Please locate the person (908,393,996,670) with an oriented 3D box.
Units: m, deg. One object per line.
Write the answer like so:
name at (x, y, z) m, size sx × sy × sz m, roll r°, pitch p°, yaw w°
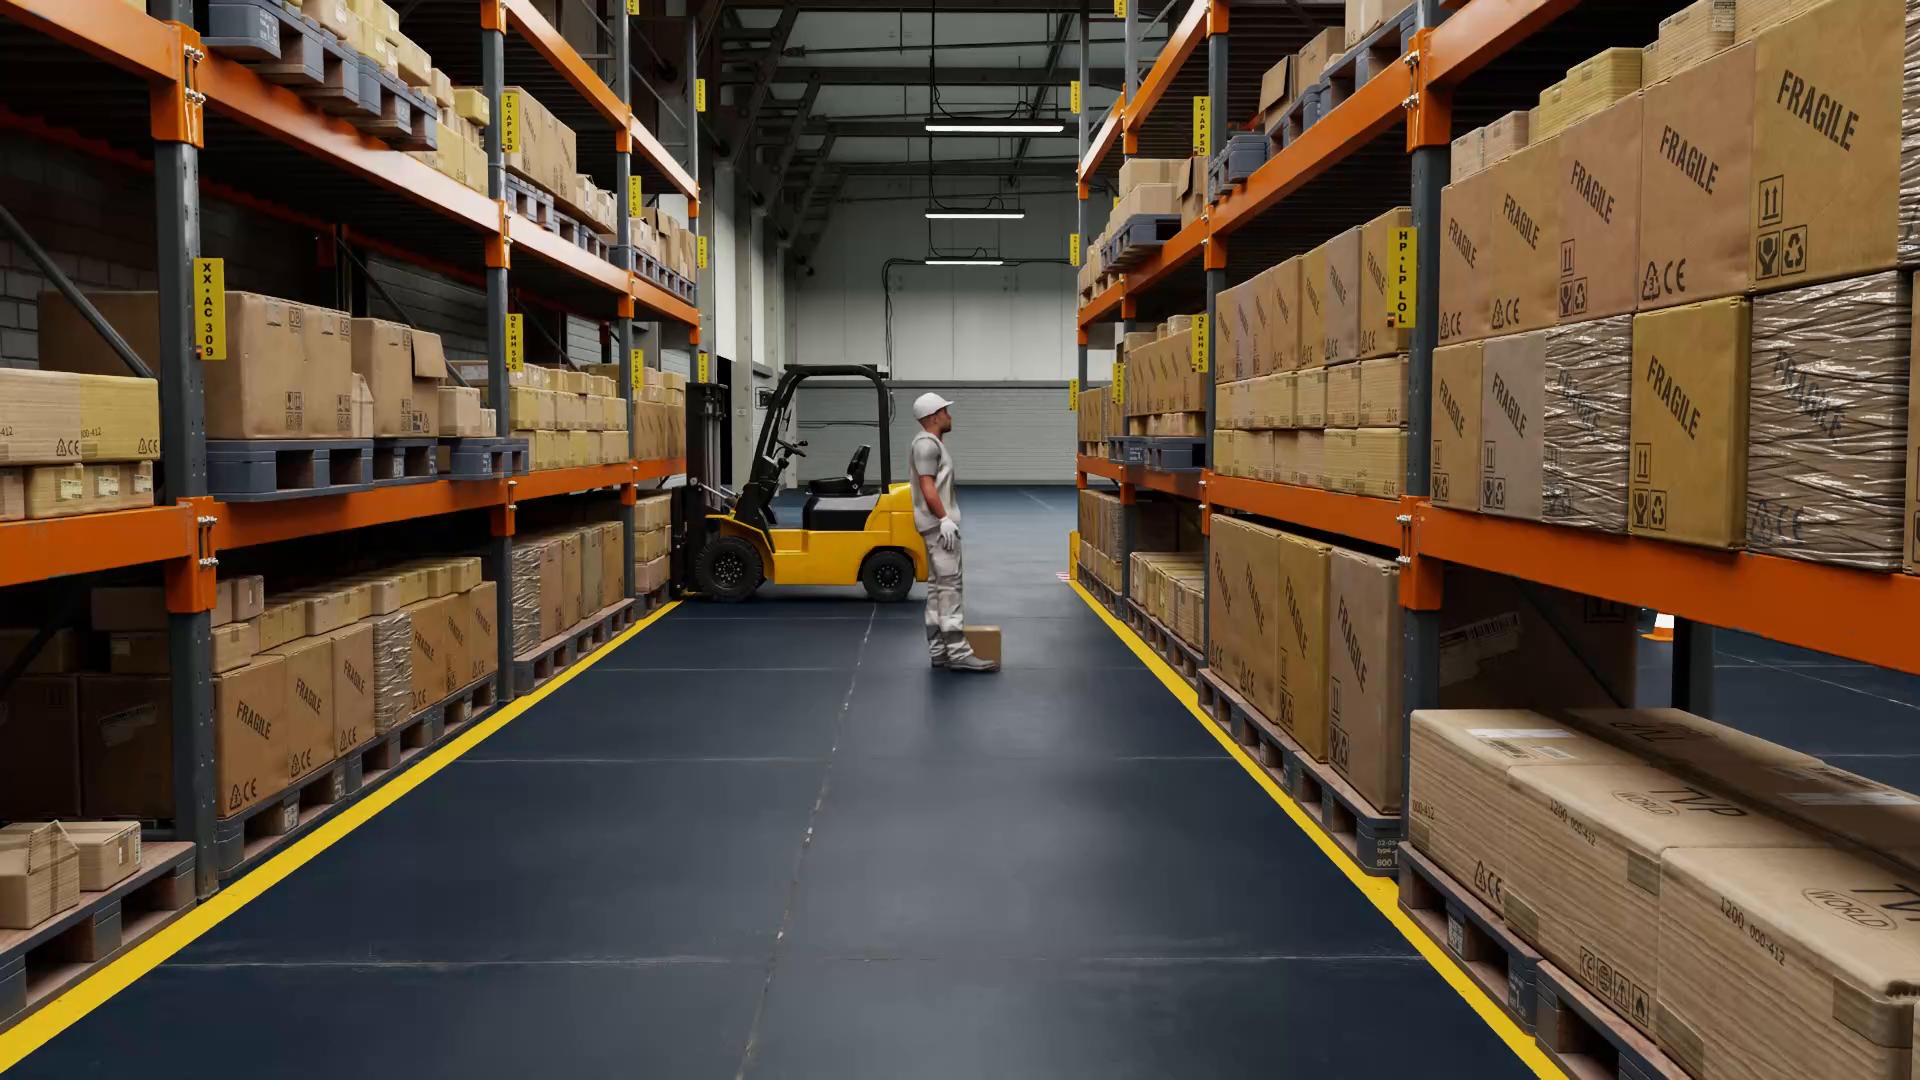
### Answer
person at (-0.054, -0.067, 10.878) m, size 0.564 × 1.788 × 0.627 m, roll 0°, pitch 4°, yaw -1°
